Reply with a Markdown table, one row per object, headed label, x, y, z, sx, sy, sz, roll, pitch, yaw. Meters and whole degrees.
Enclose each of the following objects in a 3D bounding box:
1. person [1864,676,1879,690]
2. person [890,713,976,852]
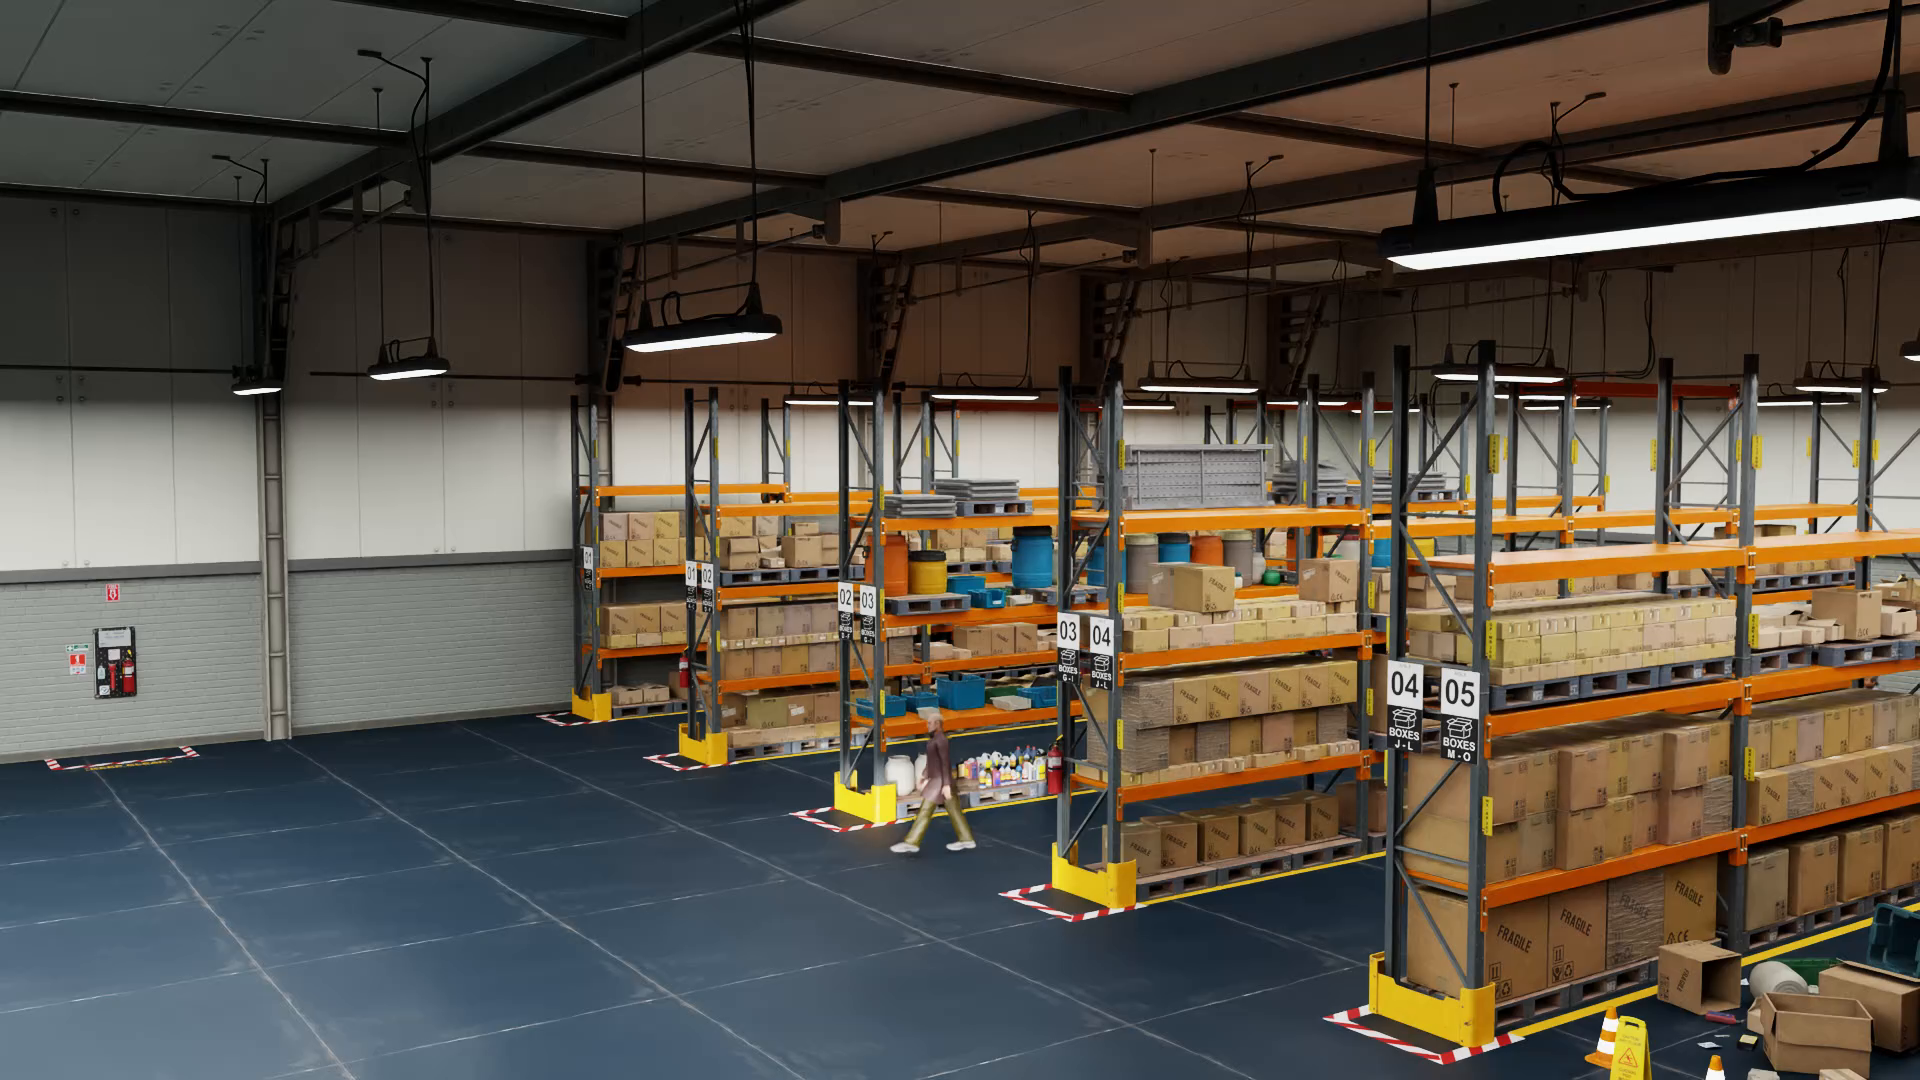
| label | x | y | z | sx | sy | sz | roll | pitch | yaw |
| --- | --- | --- | --- | --- | --- | --- | --- | --- | --- |
| person | 13.914 | 2.825 | 25.481 | 1.053 | 1.585 | 0.587 | -3 | 4 | -36 |
| person | -0.327 | 3.021 | 20.756 | 1.066 | 1.734 | 0.607 | 0 | 3 | 1 |
